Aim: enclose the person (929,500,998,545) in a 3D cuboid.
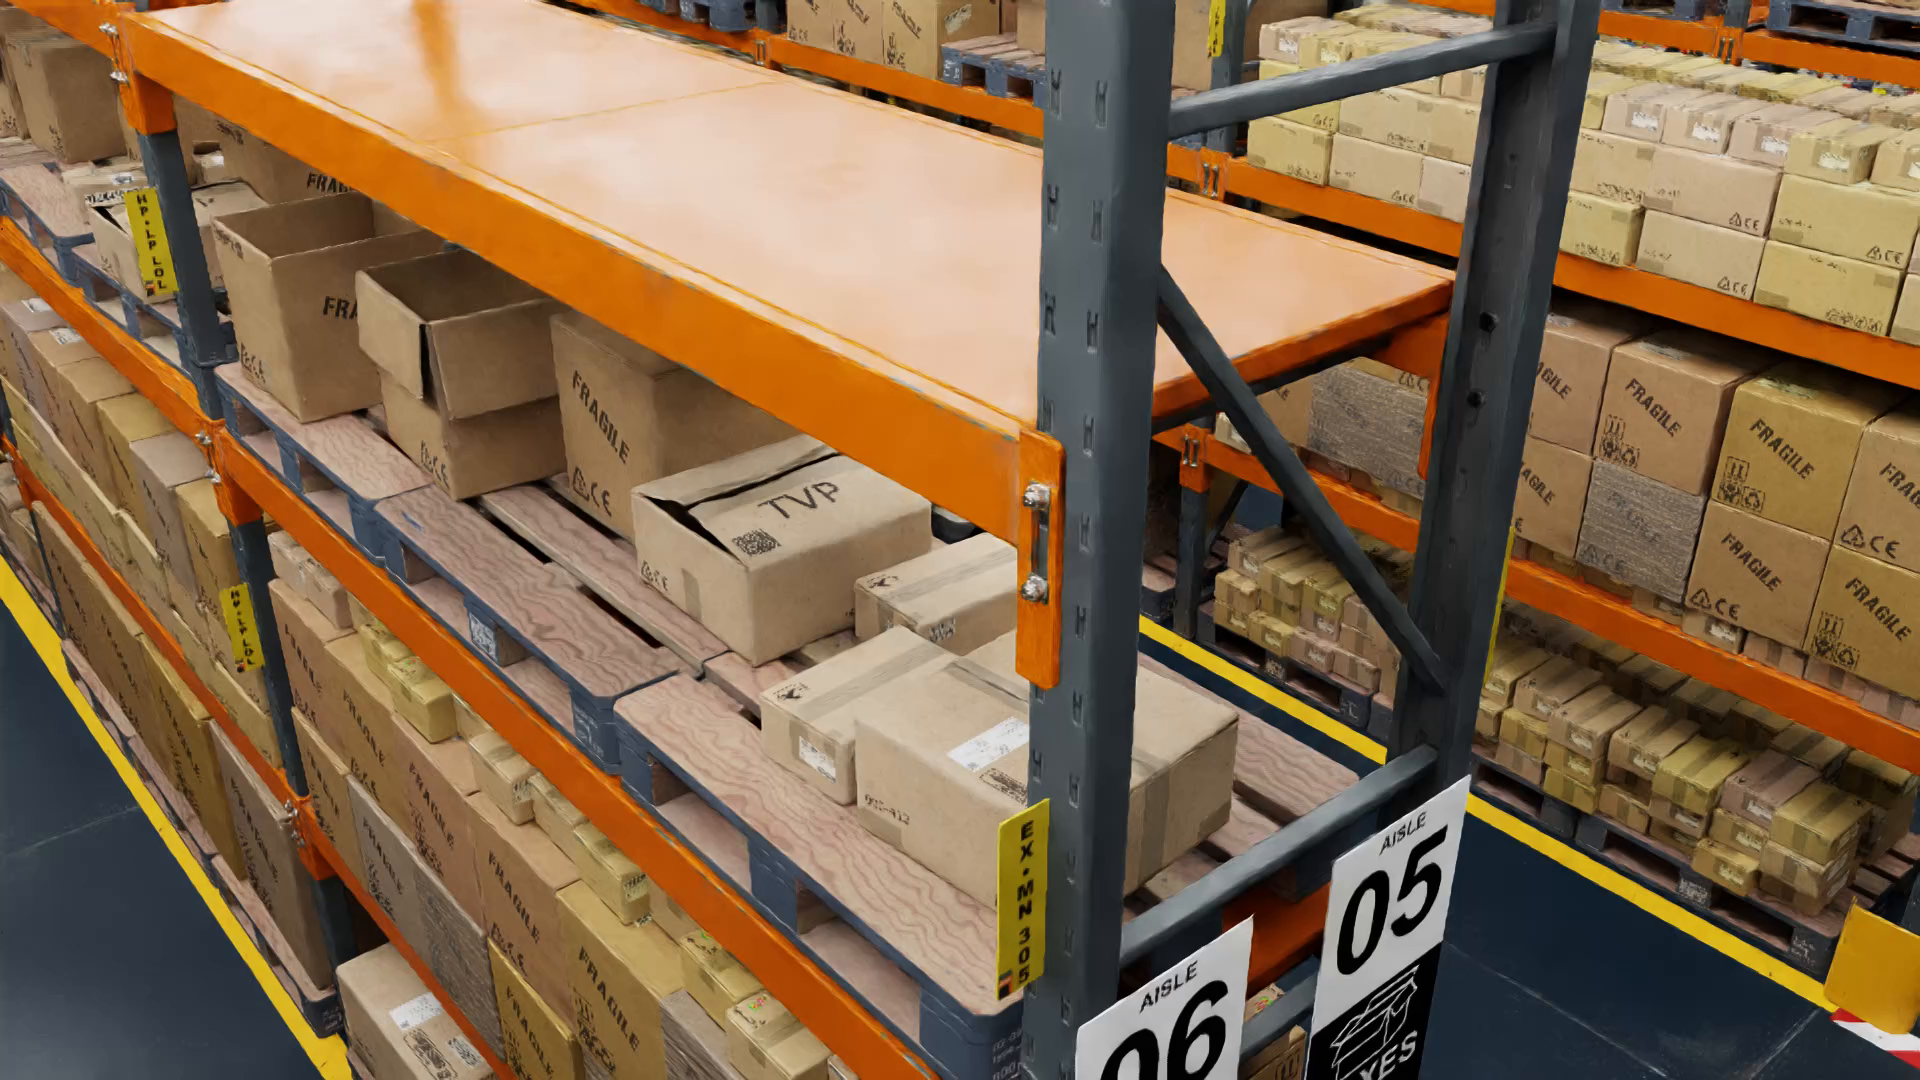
[{"bbox_3d":[0.006,-0.223,9.172,0.635,1.768,0.568,-16,32,-28],"label":"person"}]
